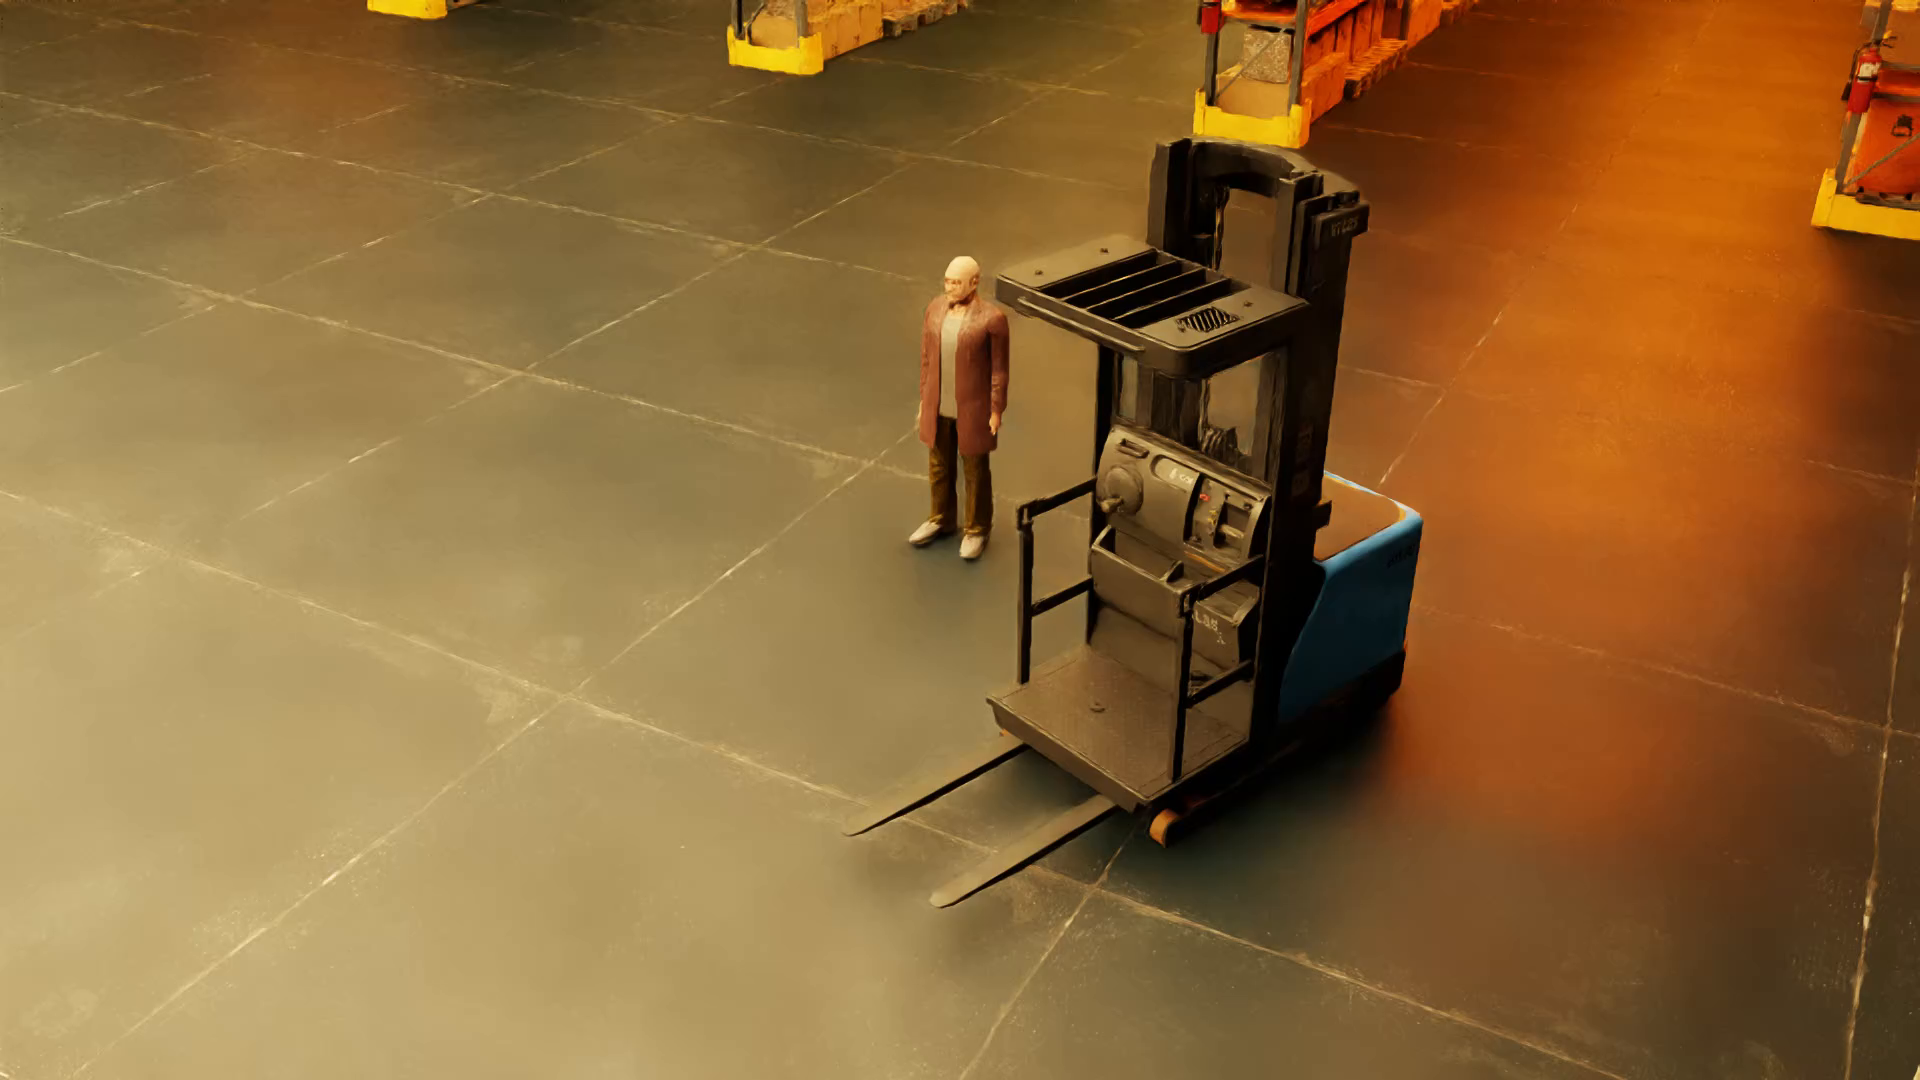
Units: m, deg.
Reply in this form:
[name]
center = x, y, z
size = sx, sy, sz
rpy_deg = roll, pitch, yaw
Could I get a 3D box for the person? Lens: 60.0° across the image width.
[person]
center = -0.011, -0.760, 9.536
size = 0.558, 1.783, 0.377
rpy_deg = 15, 33, 25

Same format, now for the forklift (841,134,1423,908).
[forklift]
center = 0.830, -0.170, 7.366
size = 3.031, 2.935, 1.130
rpy_deg = -24, 37, -35
